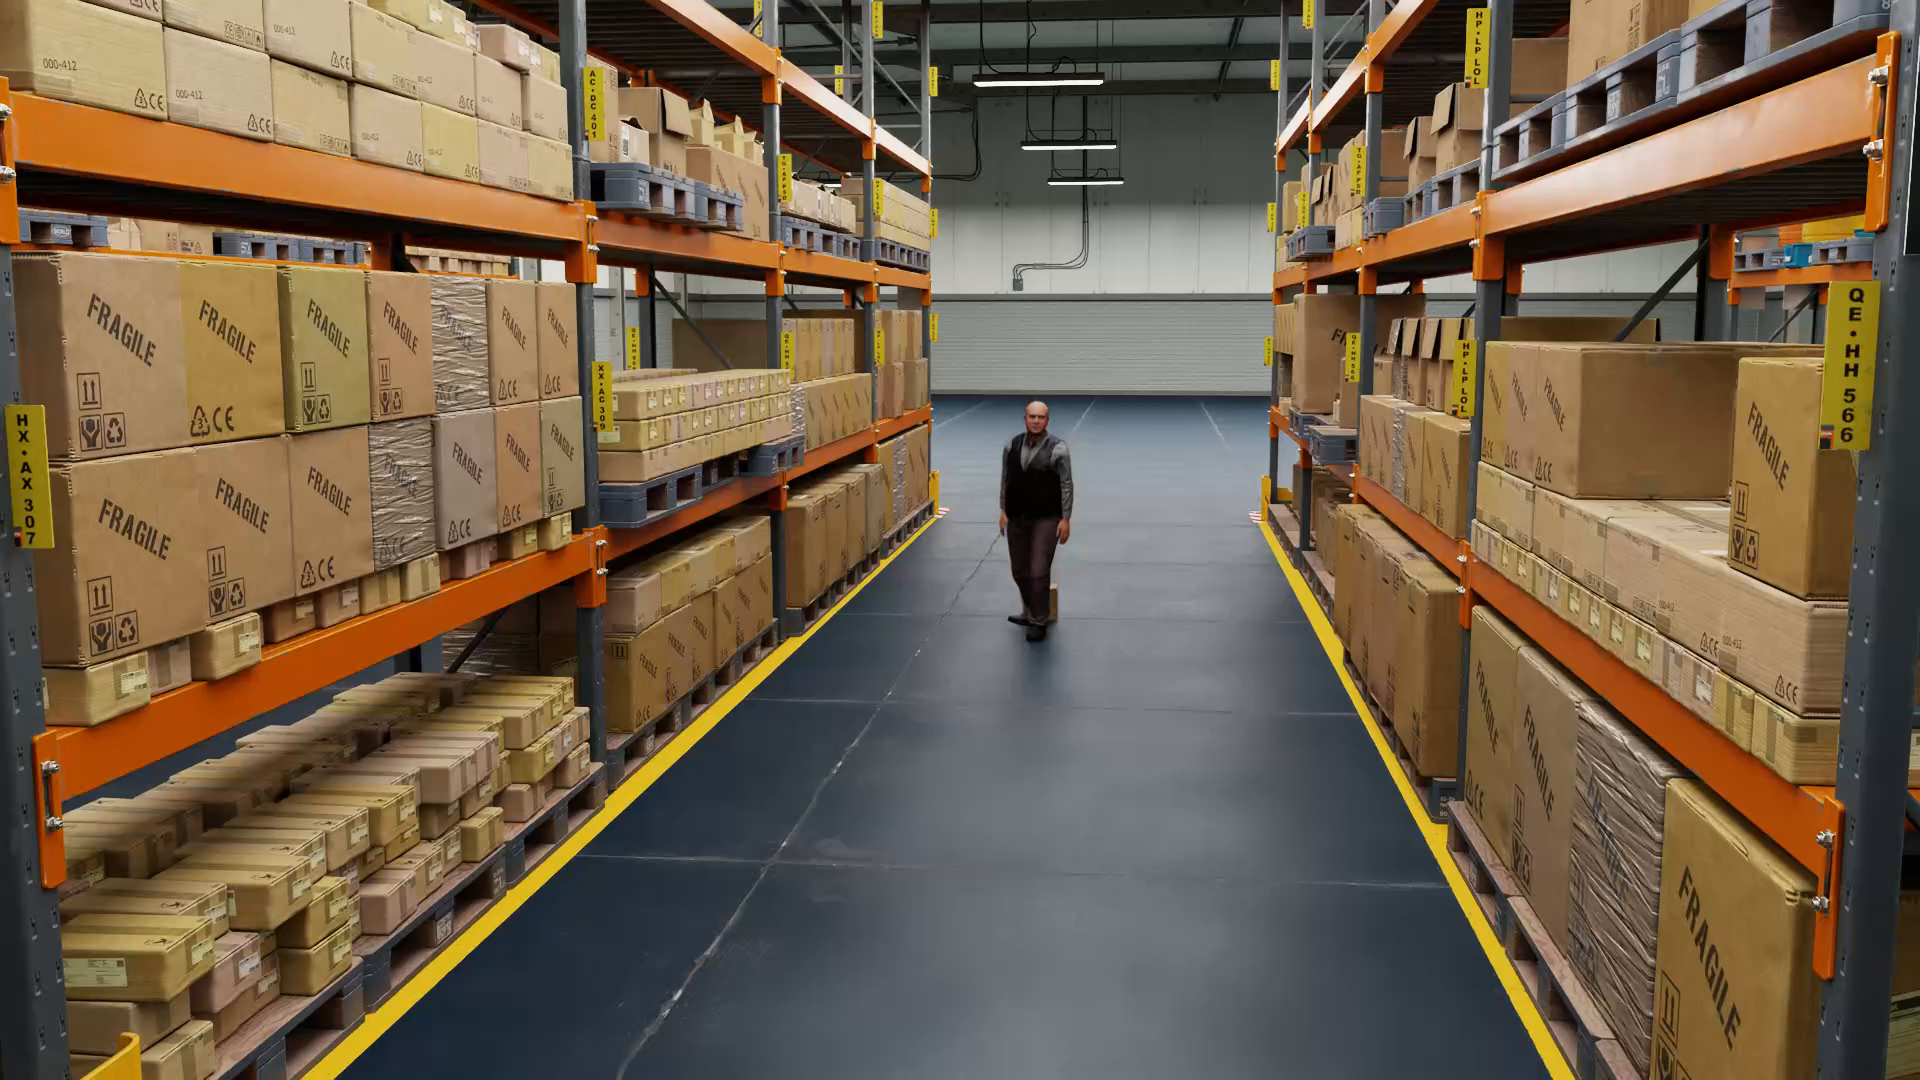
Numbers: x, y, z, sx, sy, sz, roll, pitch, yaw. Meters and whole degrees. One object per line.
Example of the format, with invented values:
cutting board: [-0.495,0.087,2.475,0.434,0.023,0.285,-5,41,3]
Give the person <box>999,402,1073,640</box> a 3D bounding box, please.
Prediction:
person: [0.564,-0.154,12.058,0.577,1.708,0.556,4,9,30]
